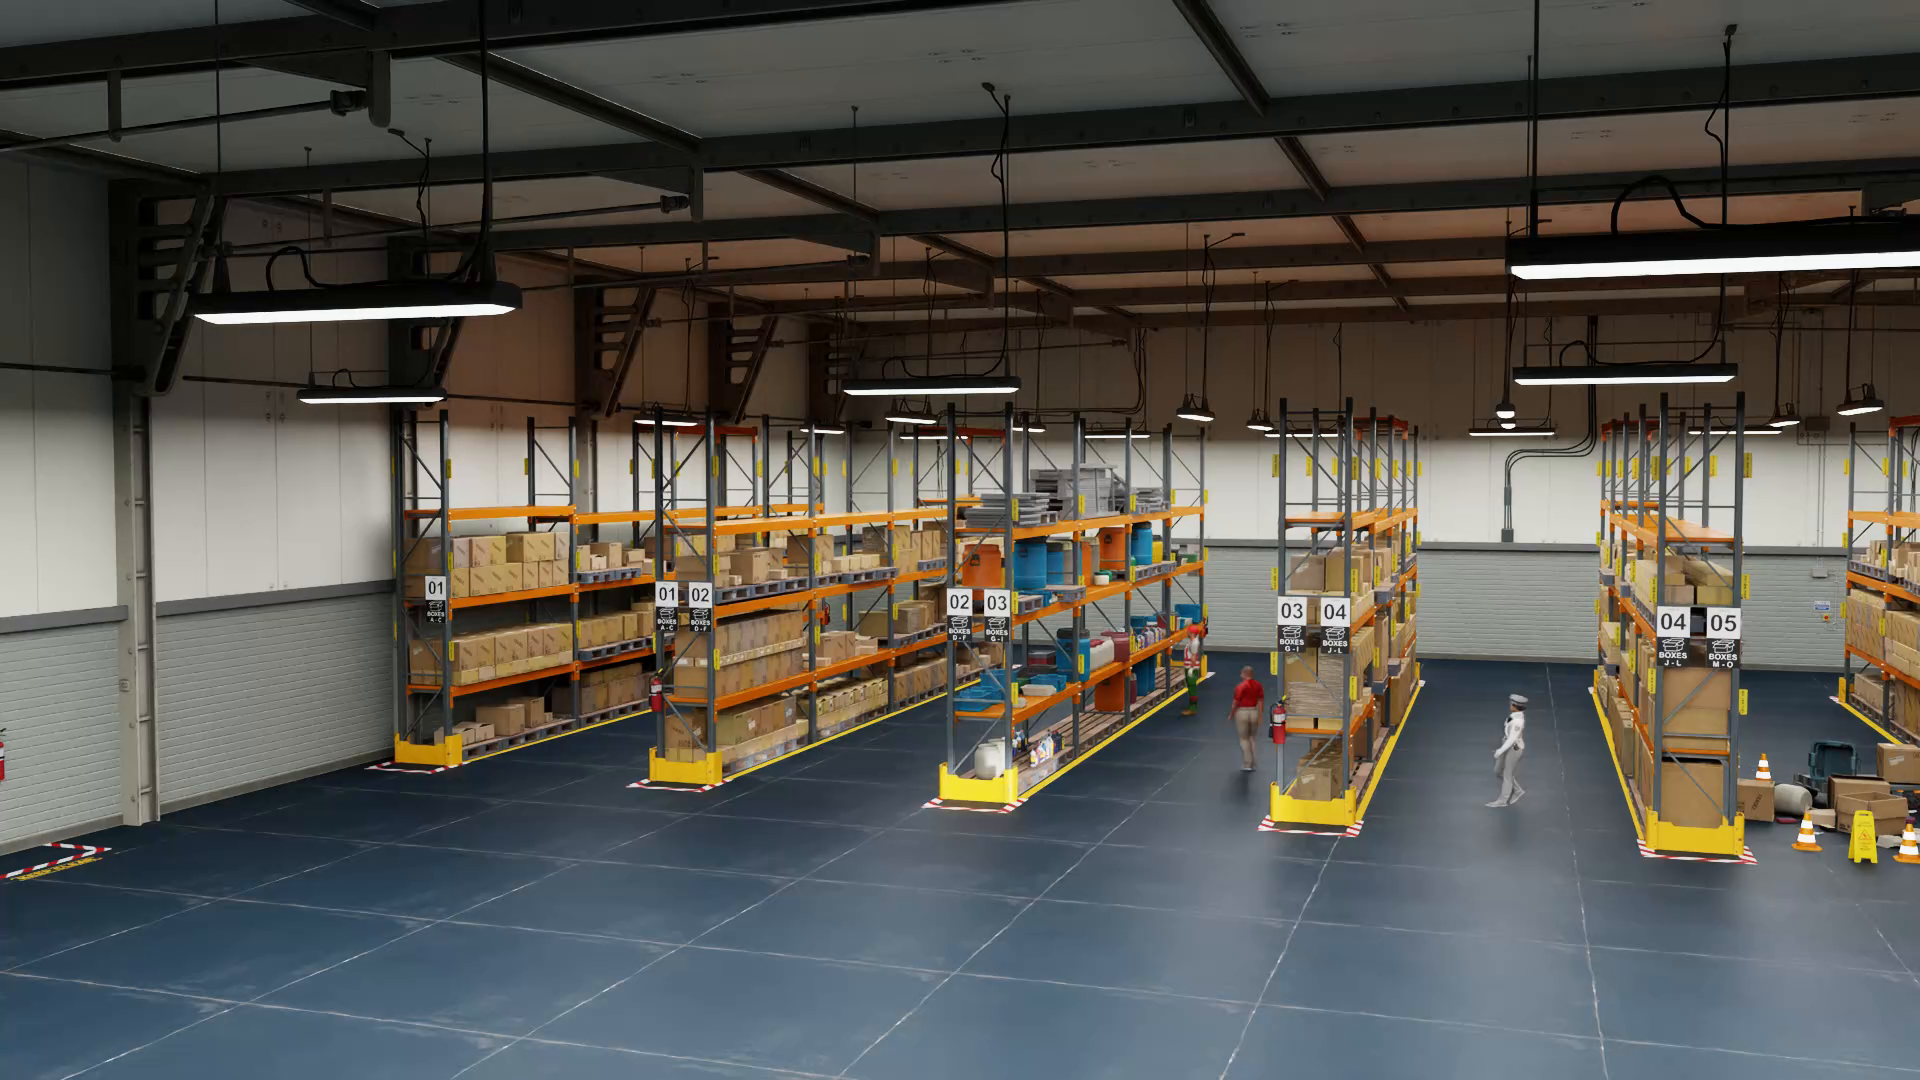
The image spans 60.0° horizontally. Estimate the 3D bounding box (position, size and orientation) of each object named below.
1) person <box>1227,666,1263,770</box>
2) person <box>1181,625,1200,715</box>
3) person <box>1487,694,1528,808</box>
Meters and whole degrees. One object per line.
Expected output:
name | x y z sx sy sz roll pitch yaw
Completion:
person | 4.749 2.991 27.577 0.566 1.807 0.544 -1 3 -19
person | 4.711 2.645 34.014 0.439 1.791 0.581 0 2 -3
person | 8.086 3.110 24.566 0.583 1.667 0.544 0 2 -2
